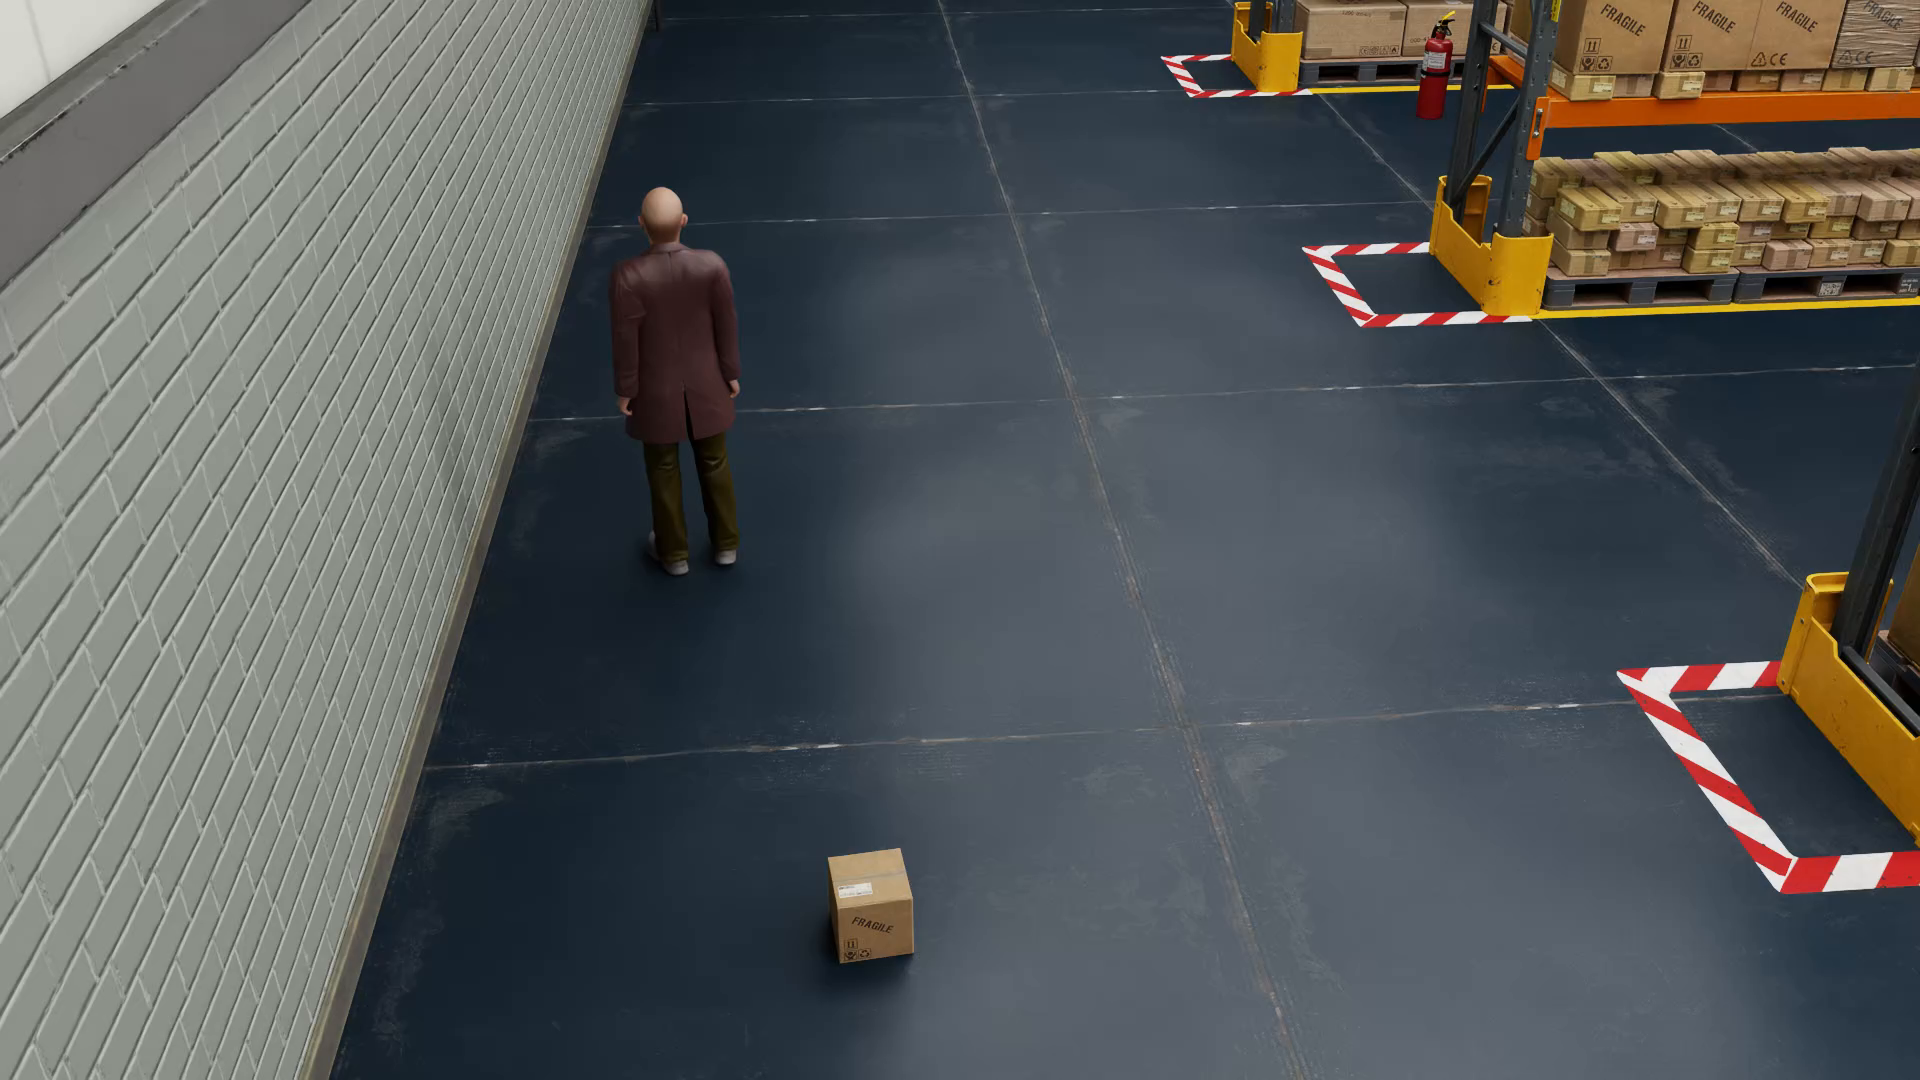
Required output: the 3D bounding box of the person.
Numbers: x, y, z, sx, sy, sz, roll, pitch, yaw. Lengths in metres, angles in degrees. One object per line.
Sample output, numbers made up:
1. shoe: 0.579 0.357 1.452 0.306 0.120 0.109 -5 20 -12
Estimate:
1. person: -1.249 -0.700 7.318 0.566 1.783 0.377 -11 32 -18
